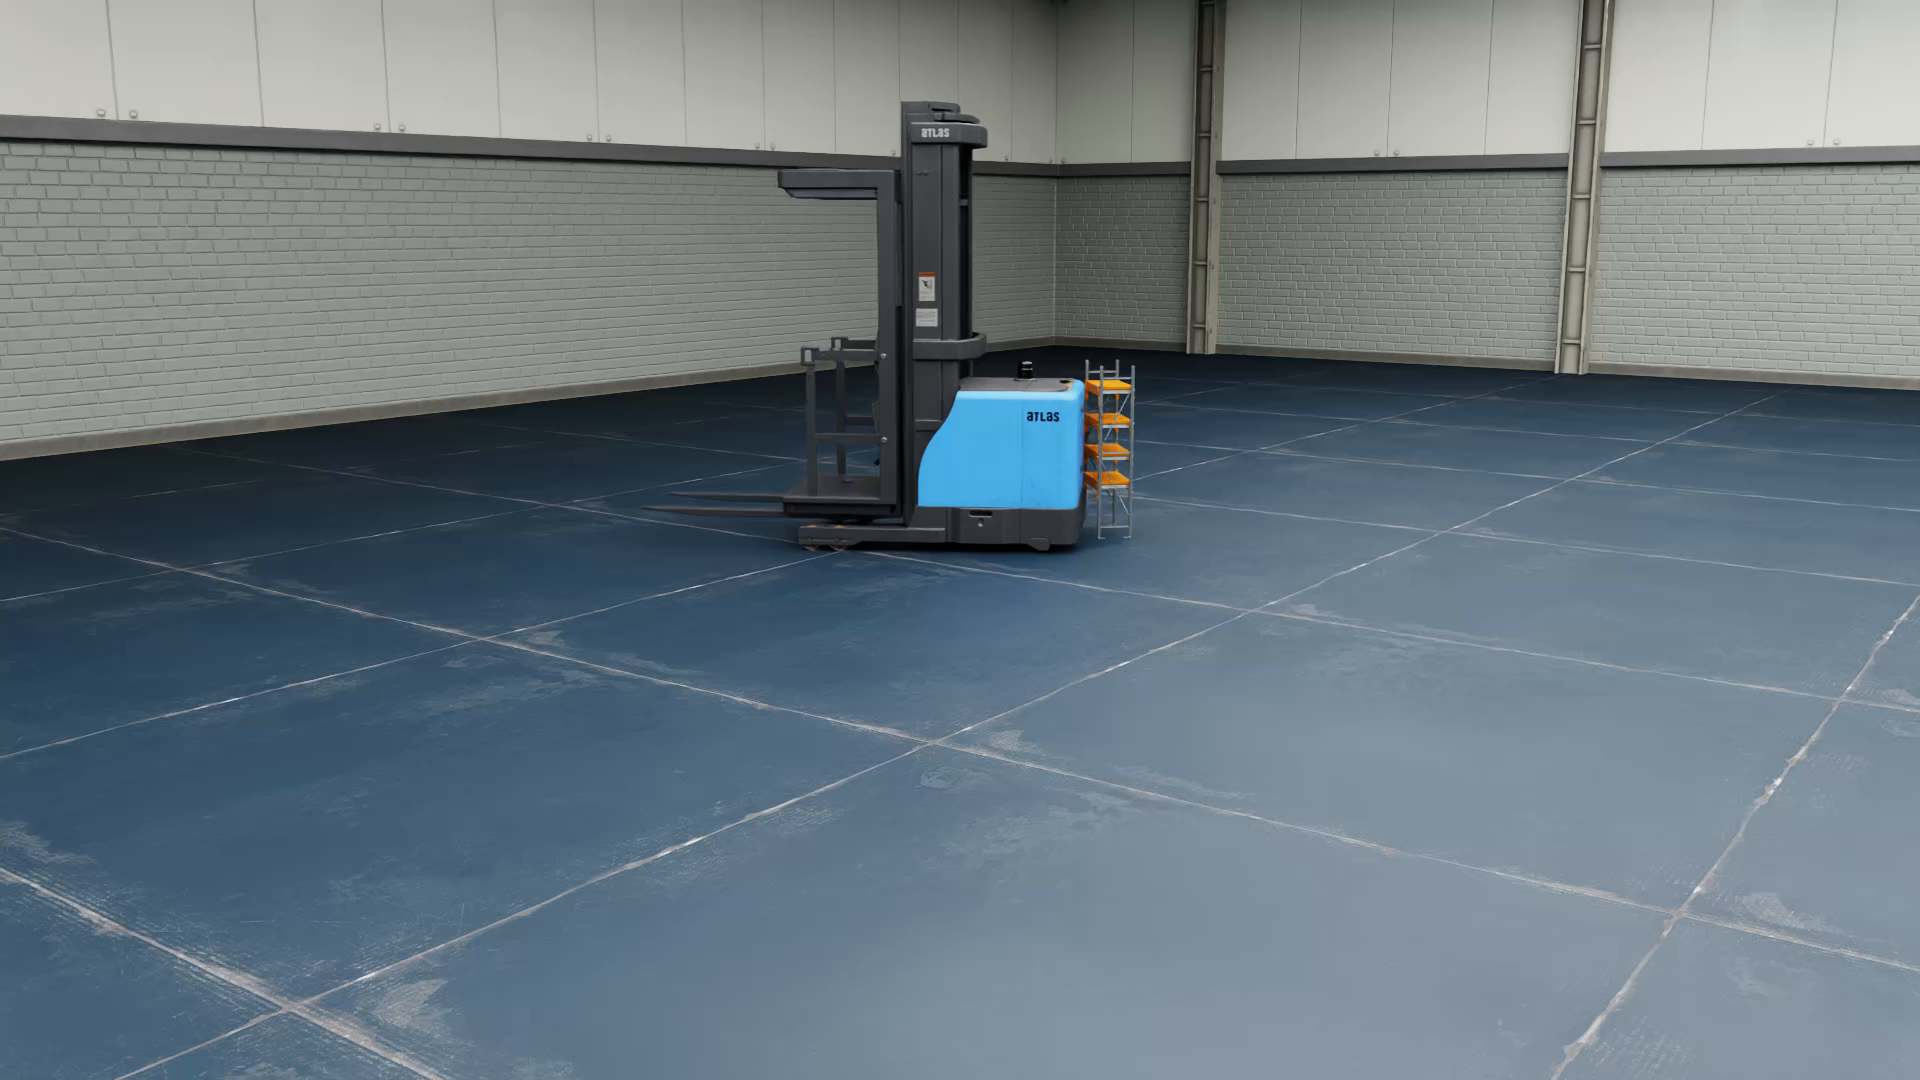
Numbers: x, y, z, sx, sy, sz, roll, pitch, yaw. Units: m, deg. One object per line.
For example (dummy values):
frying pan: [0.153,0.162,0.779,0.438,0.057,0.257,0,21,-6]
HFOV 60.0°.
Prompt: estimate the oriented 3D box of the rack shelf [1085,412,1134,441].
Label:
rack shelf: [1.044,-0.800,11.683,0.258,0.148,0.480,-1,11,-7]

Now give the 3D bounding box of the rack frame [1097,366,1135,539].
rack frame: [1.075,-0.601,11.475,0.240,1.200,0.015,-1,11,-7]

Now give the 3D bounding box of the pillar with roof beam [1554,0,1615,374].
pillar with roof beam: [6.272,-6.170,19.732,0.400,9.000,9.100,8,13,36]

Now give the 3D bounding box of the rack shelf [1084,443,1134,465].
rack shelf: [1.044,-0.580,11.725,0.258,0.148,0.480,-1,11,-7]

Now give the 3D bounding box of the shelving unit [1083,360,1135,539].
shelving unit: [1.044,-0.647,11.713,0.258,1.200,0.503,-1,11,-7]

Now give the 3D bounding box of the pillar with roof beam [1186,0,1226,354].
pillar with roof beam: [1.436,-6.845,23.219,0.400,9.000,9.100,8,13,36]

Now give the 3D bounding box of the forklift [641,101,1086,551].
forklift: [-0.663,-1.468,11.403,3.031,2.935,1.130,1,11,7]

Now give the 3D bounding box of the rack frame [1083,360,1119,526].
rack frame: [1.013,-0.692,11.950,0.240,1.200,0.015,-1,11,-7]

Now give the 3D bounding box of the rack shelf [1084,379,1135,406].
rack shelf: [1.044,-1.032,11.638,0.258,0.148,0.480,-1,11,-7]

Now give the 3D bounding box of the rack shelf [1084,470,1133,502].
rack shelf: [1.044,-0.386,11.763,0.258,0.148,0.480,-1,11,-7]
